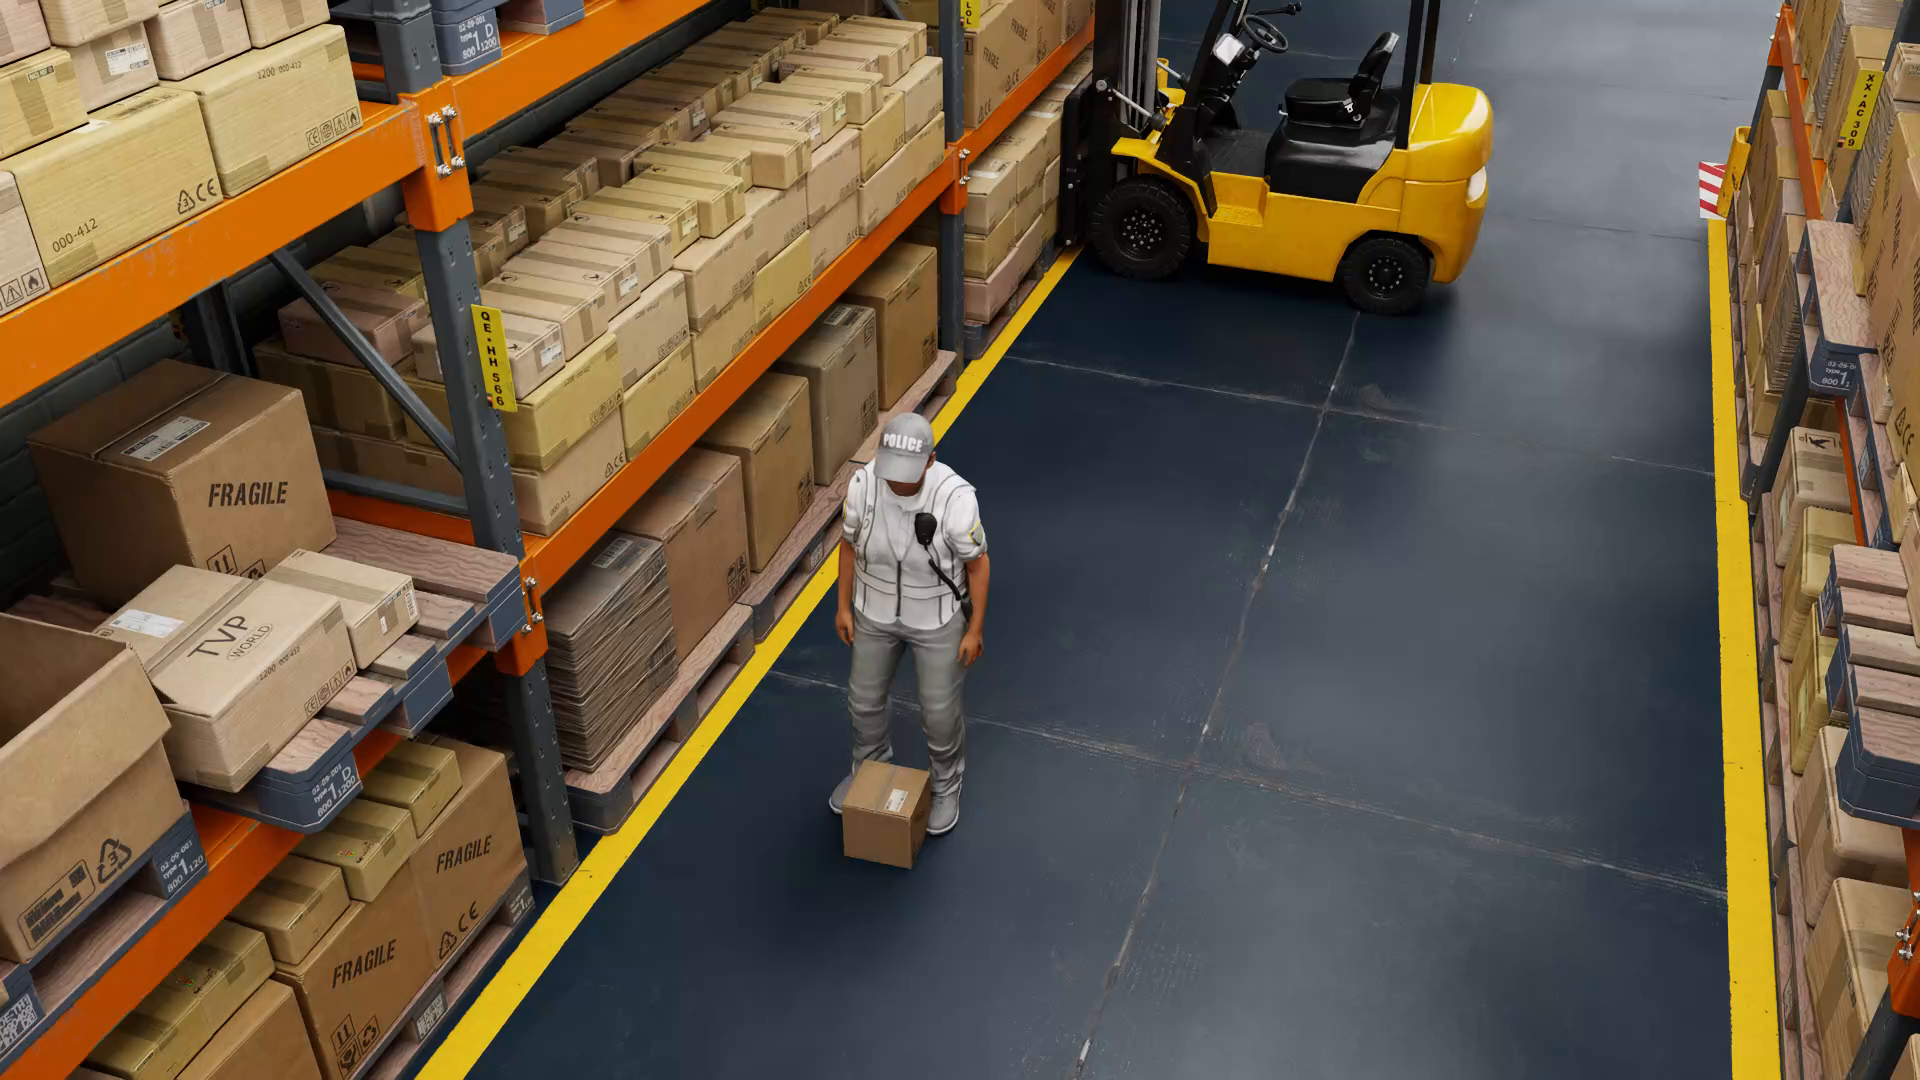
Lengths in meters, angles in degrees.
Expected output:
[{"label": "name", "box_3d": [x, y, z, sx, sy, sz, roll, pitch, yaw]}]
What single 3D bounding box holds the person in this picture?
[{"label": "person", "box_3d": [-0.186, 0.274, 5.718, 0.564, 1.667, 0.464, 9, 35, 14]}]
